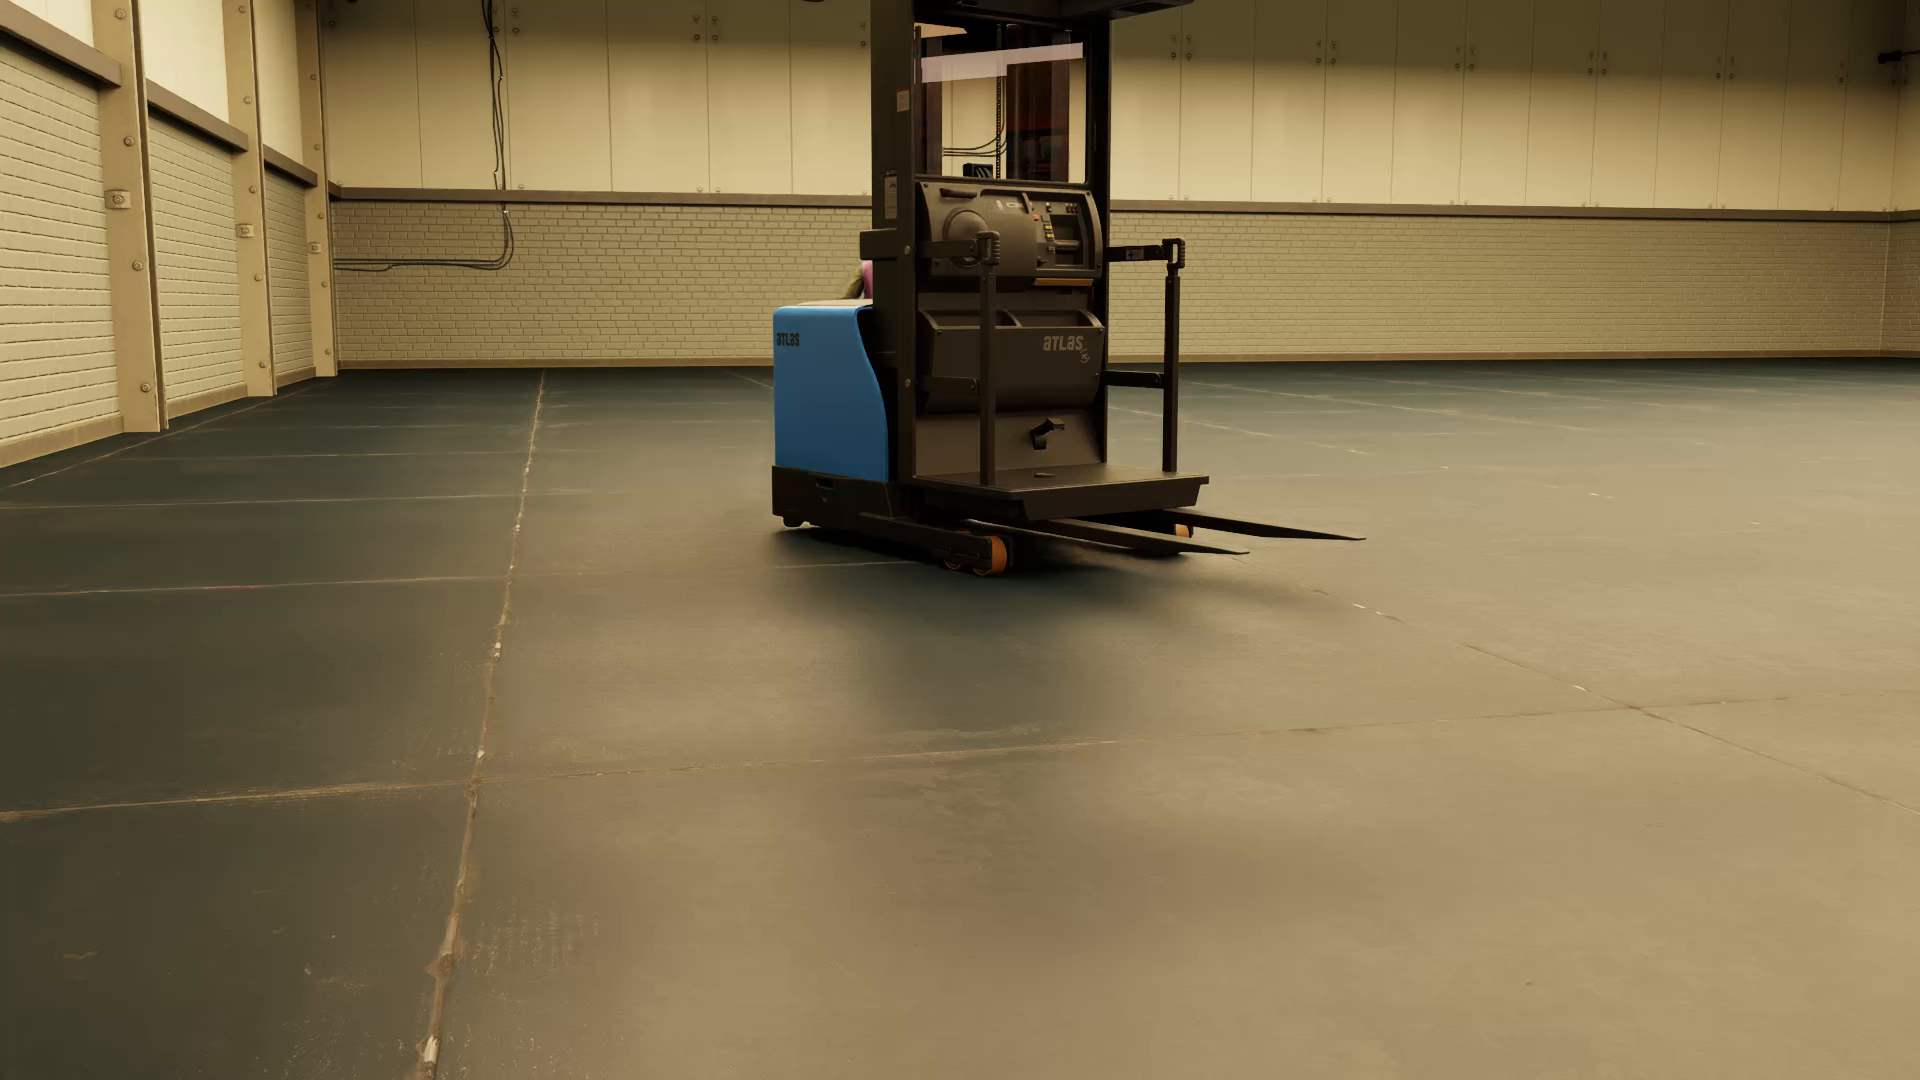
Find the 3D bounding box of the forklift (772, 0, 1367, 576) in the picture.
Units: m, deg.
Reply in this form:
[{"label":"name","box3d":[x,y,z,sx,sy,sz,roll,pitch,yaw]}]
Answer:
[{"label":"forklift","box3d":[0.355,-1.383,7.015,1.130,2.935,3.031,-6,10,-35]}]

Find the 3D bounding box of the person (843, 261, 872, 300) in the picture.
[{"label":"person","box3d":[-0.436,-1.122,10.045,0.627,1.577,0.495,-1,8,-6]}]
